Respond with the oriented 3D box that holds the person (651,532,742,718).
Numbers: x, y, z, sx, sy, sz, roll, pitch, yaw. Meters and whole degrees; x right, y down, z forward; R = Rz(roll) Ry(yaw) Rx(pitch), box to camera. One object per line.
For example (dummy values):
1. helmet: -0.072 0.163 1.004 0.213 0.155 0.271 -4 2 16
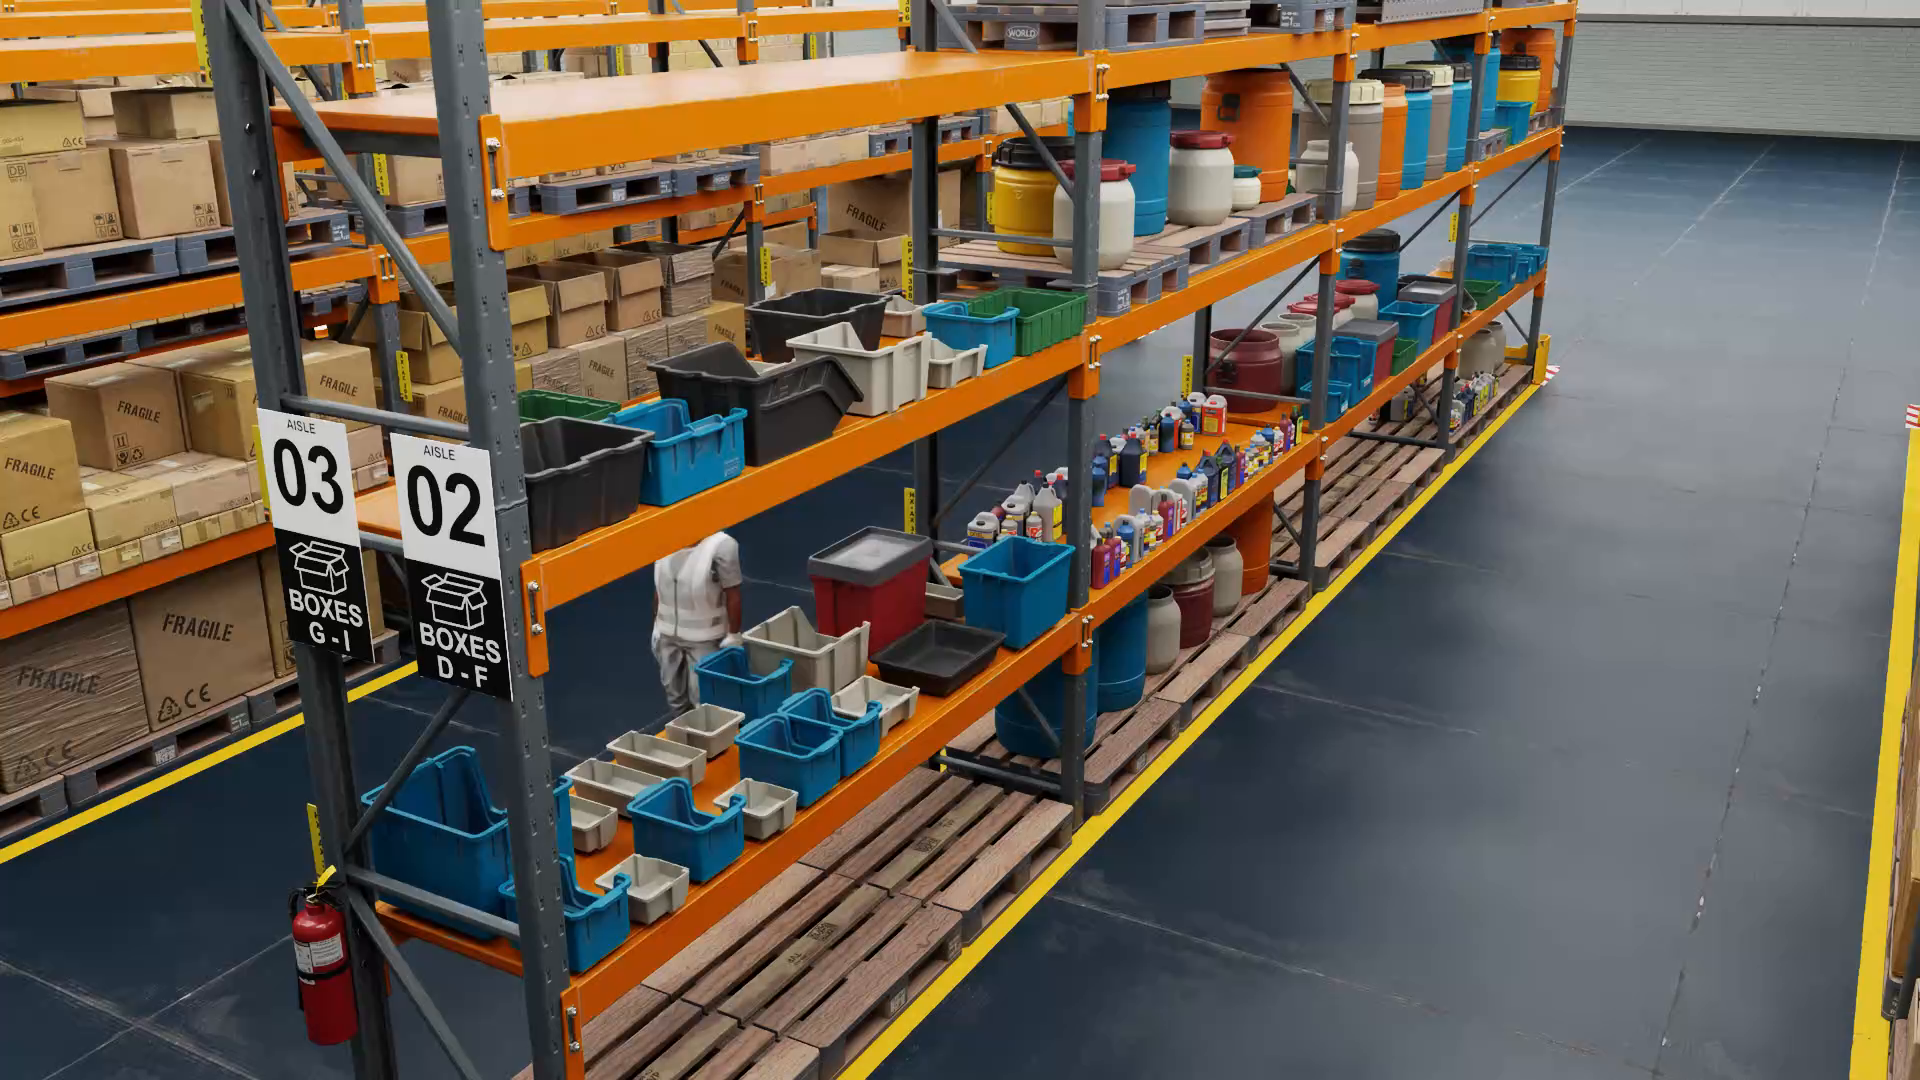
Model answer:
1. person: -1.499 0.496 9.448 0.560 1.712 0.481 10 21 25
